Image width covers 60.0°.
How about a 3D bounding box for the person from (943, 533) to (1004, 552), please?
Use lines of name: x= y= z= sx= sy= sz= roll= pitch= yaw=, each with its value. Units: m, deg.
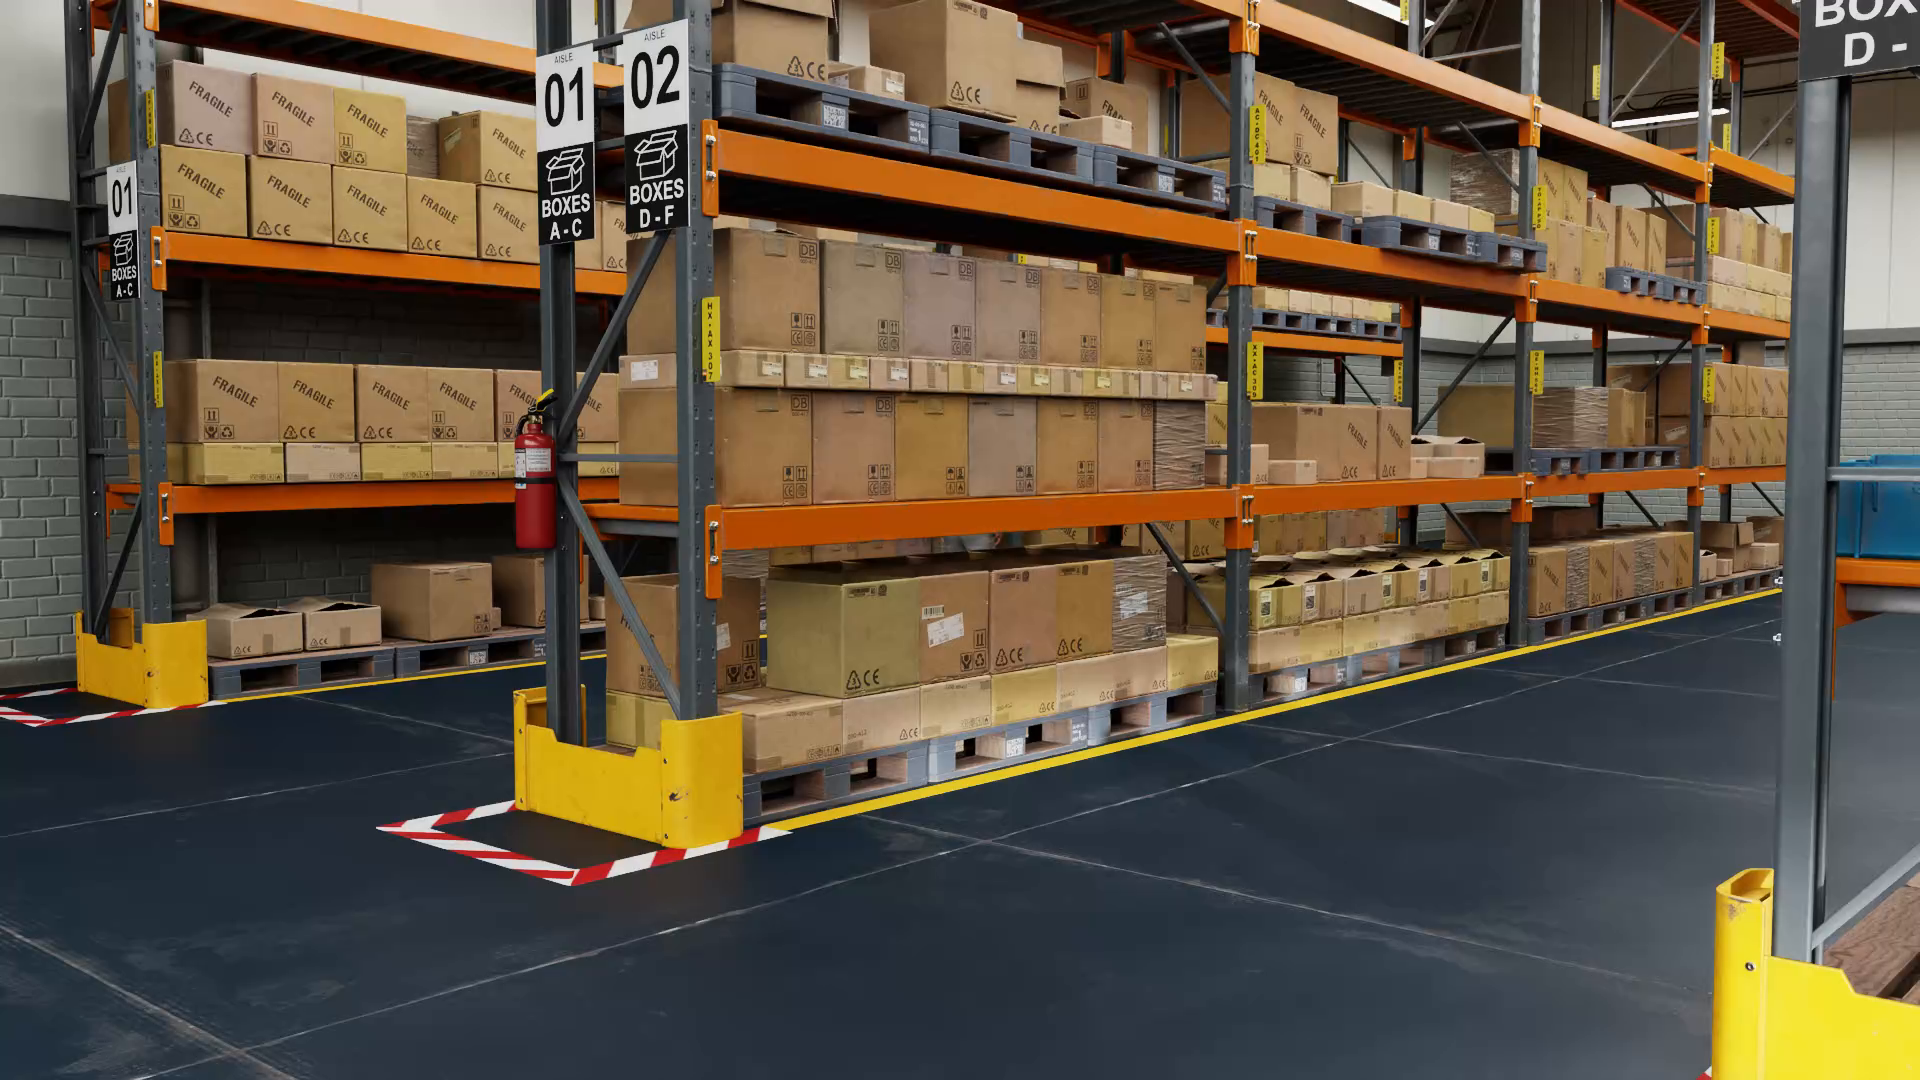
person: x=0.069 y=-0.106 z=13.388 sx=0.597 sy=1.748 sz=0.432 roll=3 pitch=5 yaw=39
